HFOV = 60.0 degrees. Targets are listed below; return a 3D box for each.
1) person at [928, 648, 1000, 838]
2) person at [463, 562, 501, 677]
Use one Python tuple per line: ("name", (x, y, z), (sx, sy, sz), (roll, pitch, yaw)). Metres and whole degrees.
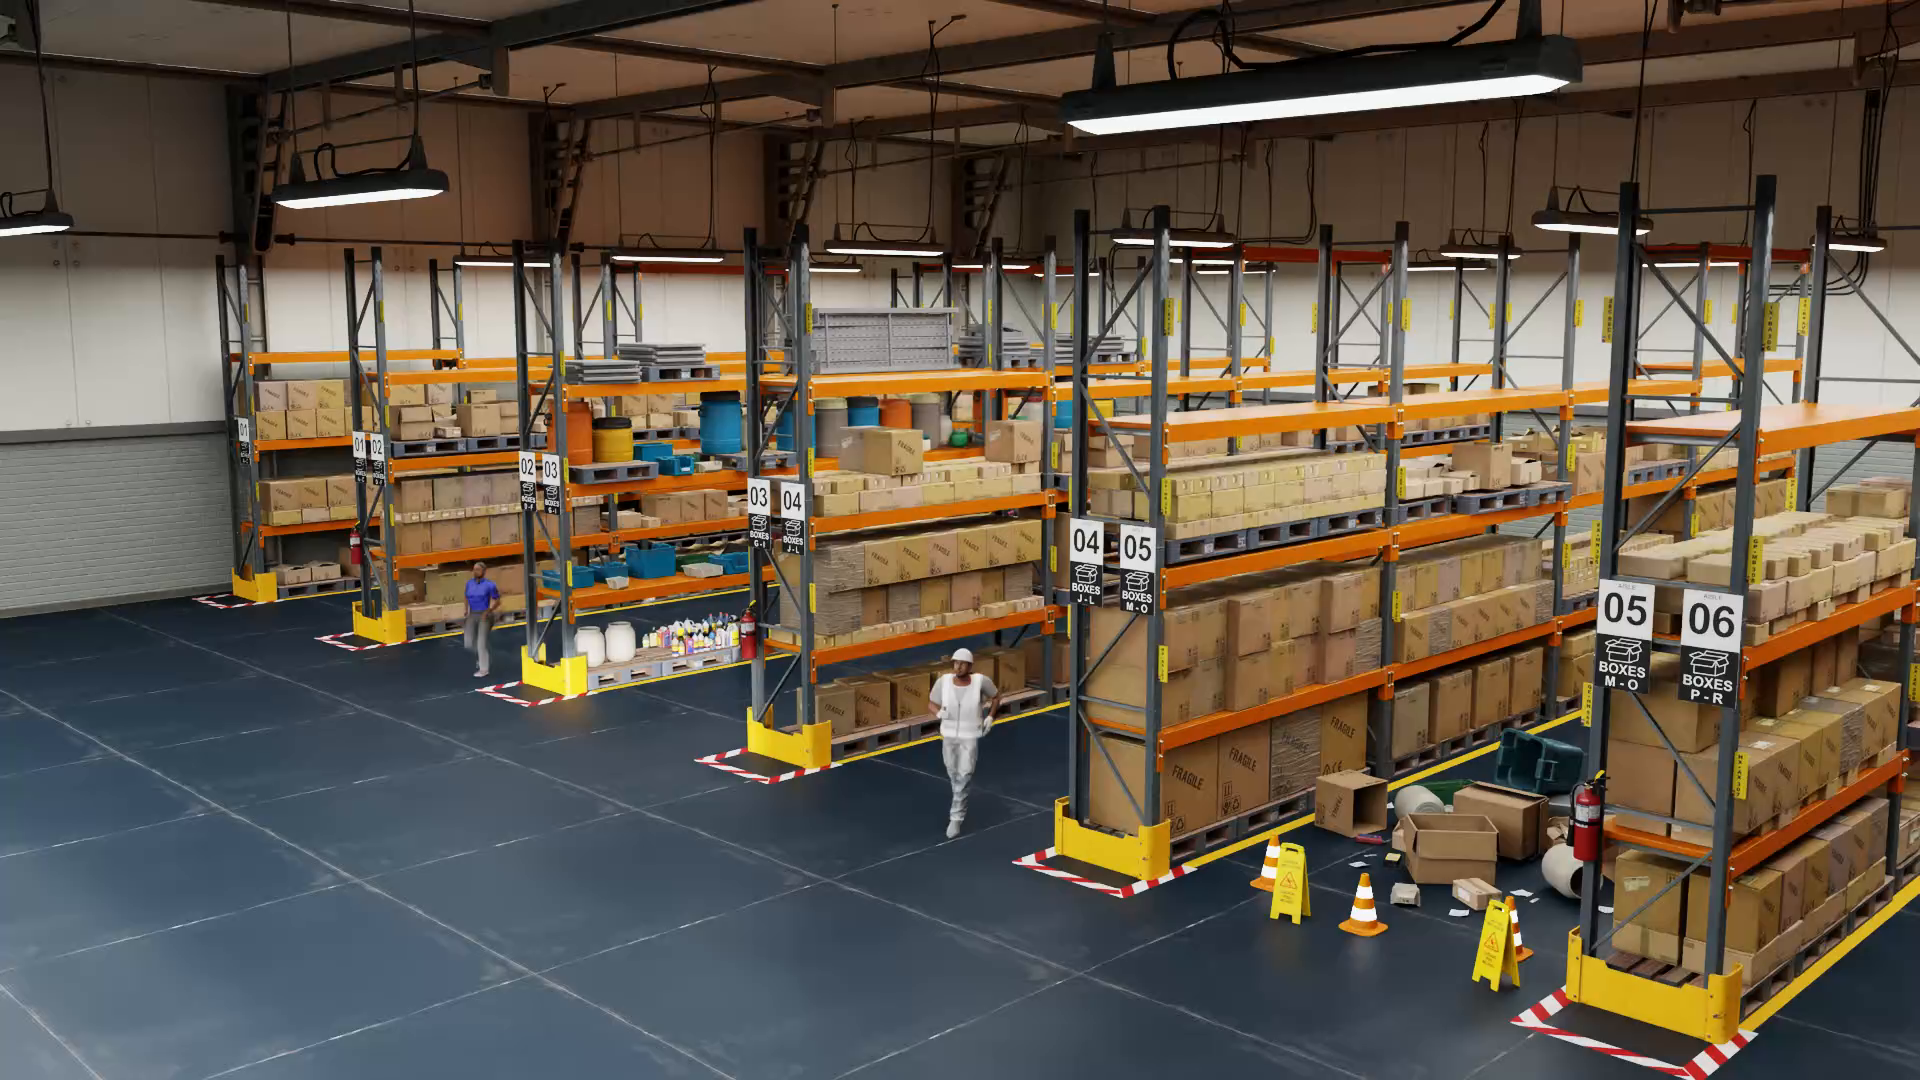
("person", (0.026, 1.970, 16.484), (0.682, 1.851, 0.816), (2, 8, 16))
("person", (-6.668, 1.102, 23.165), (0.555, 1.598, 0.549), (2, 8, 11))
